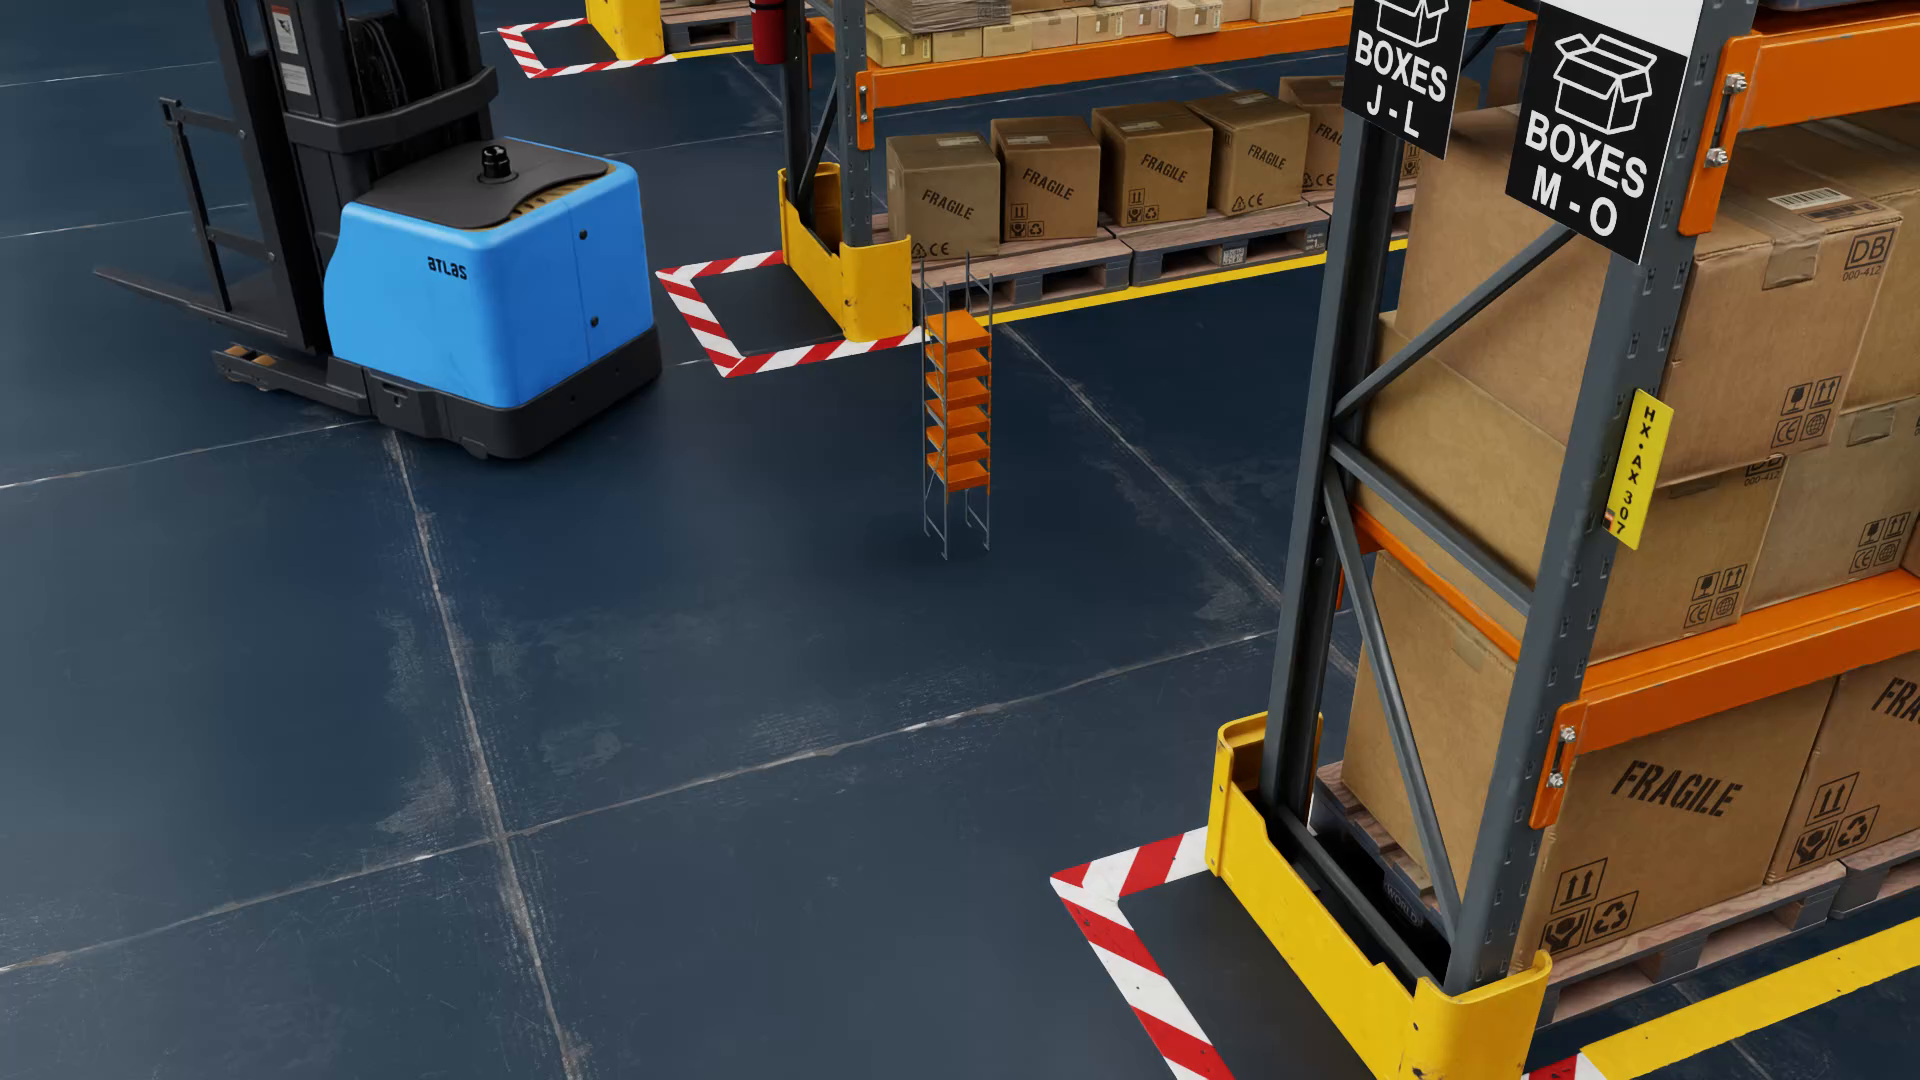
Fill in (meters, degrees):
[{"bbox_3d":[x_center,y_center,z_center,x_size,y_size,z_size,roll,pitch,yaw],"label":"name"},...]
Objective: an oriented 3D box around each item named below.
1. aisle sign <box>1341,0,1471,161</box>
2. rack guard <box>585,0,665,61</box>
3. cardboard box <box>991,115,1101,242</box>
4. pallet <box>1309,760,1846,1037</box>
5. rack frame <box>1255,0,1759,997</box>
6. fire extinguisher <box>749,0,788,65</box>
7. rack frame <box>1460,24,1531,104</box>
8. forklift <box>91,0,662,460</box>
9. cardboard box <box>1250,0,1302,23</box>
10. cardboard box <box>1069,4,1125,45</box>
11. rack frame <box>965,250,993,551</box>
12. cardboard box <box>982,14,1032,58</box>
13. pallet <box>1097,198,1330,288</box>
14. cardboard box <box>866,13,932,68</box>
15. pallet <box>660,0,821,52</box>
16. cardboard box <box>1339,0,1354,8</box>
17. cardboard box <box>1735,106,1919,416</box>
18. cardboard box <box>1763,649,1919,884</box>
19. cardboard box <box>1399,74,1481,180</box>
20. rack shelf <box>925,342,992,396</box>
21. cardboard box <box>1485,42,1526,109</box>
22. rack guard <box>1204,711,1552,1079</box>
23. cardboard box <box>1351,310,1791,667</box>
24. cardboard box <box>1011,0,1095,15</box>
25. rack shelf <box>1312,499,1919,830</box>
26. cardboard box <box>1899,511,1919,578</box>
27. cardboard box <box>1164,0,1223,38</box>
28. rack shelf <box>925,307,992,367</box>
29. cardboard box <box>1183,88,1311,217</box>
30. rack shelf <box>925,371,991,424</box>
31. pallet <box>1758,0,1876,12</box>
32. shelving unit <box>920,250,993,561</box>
[{"bbox_3d":[0.972,-1.250,3.536,0.004,0.787,0.394,-13,35,-19],"label":"aisle sign"},{"bbox_3d":[-2.539,-4.022,12.473,0.348,0.500,1.175,-13,35,-19],"label":"rack guard"},{"bbox_3d":[0.447,-1.935,8.880,0.500,0.500,0.500,-4,33,-6],"label":"cardboard box"},{"bbox_3d":[1.860,0.937,5.117,1.213,0.211,1.003,-13,35,-19],"label":"pallet"},{"bbox_3d":[1.153,-0.024,4.036,0.127,3.000,1.000,-13,35,-19],"label":"rack frame"},{"bbox_3d":[-0.957,-2.715,8.243,0.183,0.674,0.296,-13,35,-19],"label":"fire extinguisher"},{"bbox_3d":[3.015,-3.384,9.200,0.127,3.000,1.000,-13,35,-19],"label":"rack frame"},{"bbox_3d":[-2.940,-2.157,7.377,3.031,2.935,1.130,18,37,25],"label":"forklift"},{"bbox_3d":[1.541,-2.776,8.497,0.250,0.149,0.380,-13,35,-19],"label":"cardboard box"},{"bbox_3d":[0.611,-2.575,8.188,0.250,0.149,0.380,-13,35,-19],"label":"cardboard box"},{"bbox_3d":[0.071,-0.519,6.448,0.006,1.200,0.240,-13,35,-19],"label":"rack frame"},{"bbox_3d":[0.156,-2.463,8.015,0.250,0.149,0.380,-13,35,-19],"label":"cardboard box"},{"bbox_3d":[1.282,-1.796,9.317,1.213,0.211,1.003,-13,35,-19],"label":"pallet"},{"bbox_3d":[-0.318,-2.374,7.879,0.250,0.149,0.380,-13,35,-19],"label":"cardboard box"},{"bbox_3d":[-1.788,-4.070,12.811,1.213,0.211,1.003,-13,35,-19],"label":"pallet"},{"bbox_3d":[1.973,-2.920,8.717,0.250,0.149,0.380,-13,35,-19],"label":"cardboard box"},{"bbox_3d":[1.982,-0.761,4.041,0.550,0.550,0.875,-13,35,-19],"label":"cardboard box"},{"bbox_3d":[2.564,0.327,5.060,0.875,0.875,0.875,-13,35,-20],"label":"cardboard box"},{"bbox_3d":[2.630,-2.448,9.669,0.500,0.500,0.500,-14,36,-20],"label":"cardboard box"},{"bbox_3d":[-0.013,-0.664,6.311,0.180,0.103,0.258,-13,35,-19],"label":"rack shelf"},{"bbox_3d":[3.589,-2.639,9.945,0.500,0.500,0.700,-16,36,-23],"label":"cardboard box"},{"bbox_3d":[1.131,1.029,4.710,0.348,0.500,1.175,-13,35,-19],"label":"rack guard"},{"bbox_3d":[1.478,-0.188,4.151,0.550,0.550,0.875,-13,35,-19],"label":"cardboard box"},{"bbox_3d":[0.259,-2.974,8.206,0.500,0.500,0.875,-13,35,-19],"label":"cardboard box"},{"bbox_3d":[2.997,-0.145,4.882,4.000,0.370,1.077,-13,35,-19],"label":"rack shelf"},{"bbox_3d":[2.542,-0.370,4.431,0.550,0.550,0.875,-13,35,-19],"label":"cardboard box"},{"bbox_3d":[1.102,-2.642,8.291,0.250,0.149,0.380,-13,35,-19],"label":"cardboard box"},{"bbox_3d":[-0.013,-0.764,6.246,0.180,0.103,0.258,-13,35,-19],"label":"rack shelf"},{"bbox_3d":[1.563,-2.153,9.215,0.500,0.500,0.500,-16,36,-23],"label":"cardboard box"},{"bbox_3d":[-0.013,-0.563,6.377,0.180,0.103,0.258,-13,35,-19],"label":"rack shelf"},{"bbox_3d":[1.833,-1.406,3.491,1.213,0.211,1.003,-13,35,-19],"label":"pallet"},{"bbox_3d":[-0.013,-0.500,6.418,0.189,1.200,0.258,-13,35,-19],"label":"shelving unit"}]
